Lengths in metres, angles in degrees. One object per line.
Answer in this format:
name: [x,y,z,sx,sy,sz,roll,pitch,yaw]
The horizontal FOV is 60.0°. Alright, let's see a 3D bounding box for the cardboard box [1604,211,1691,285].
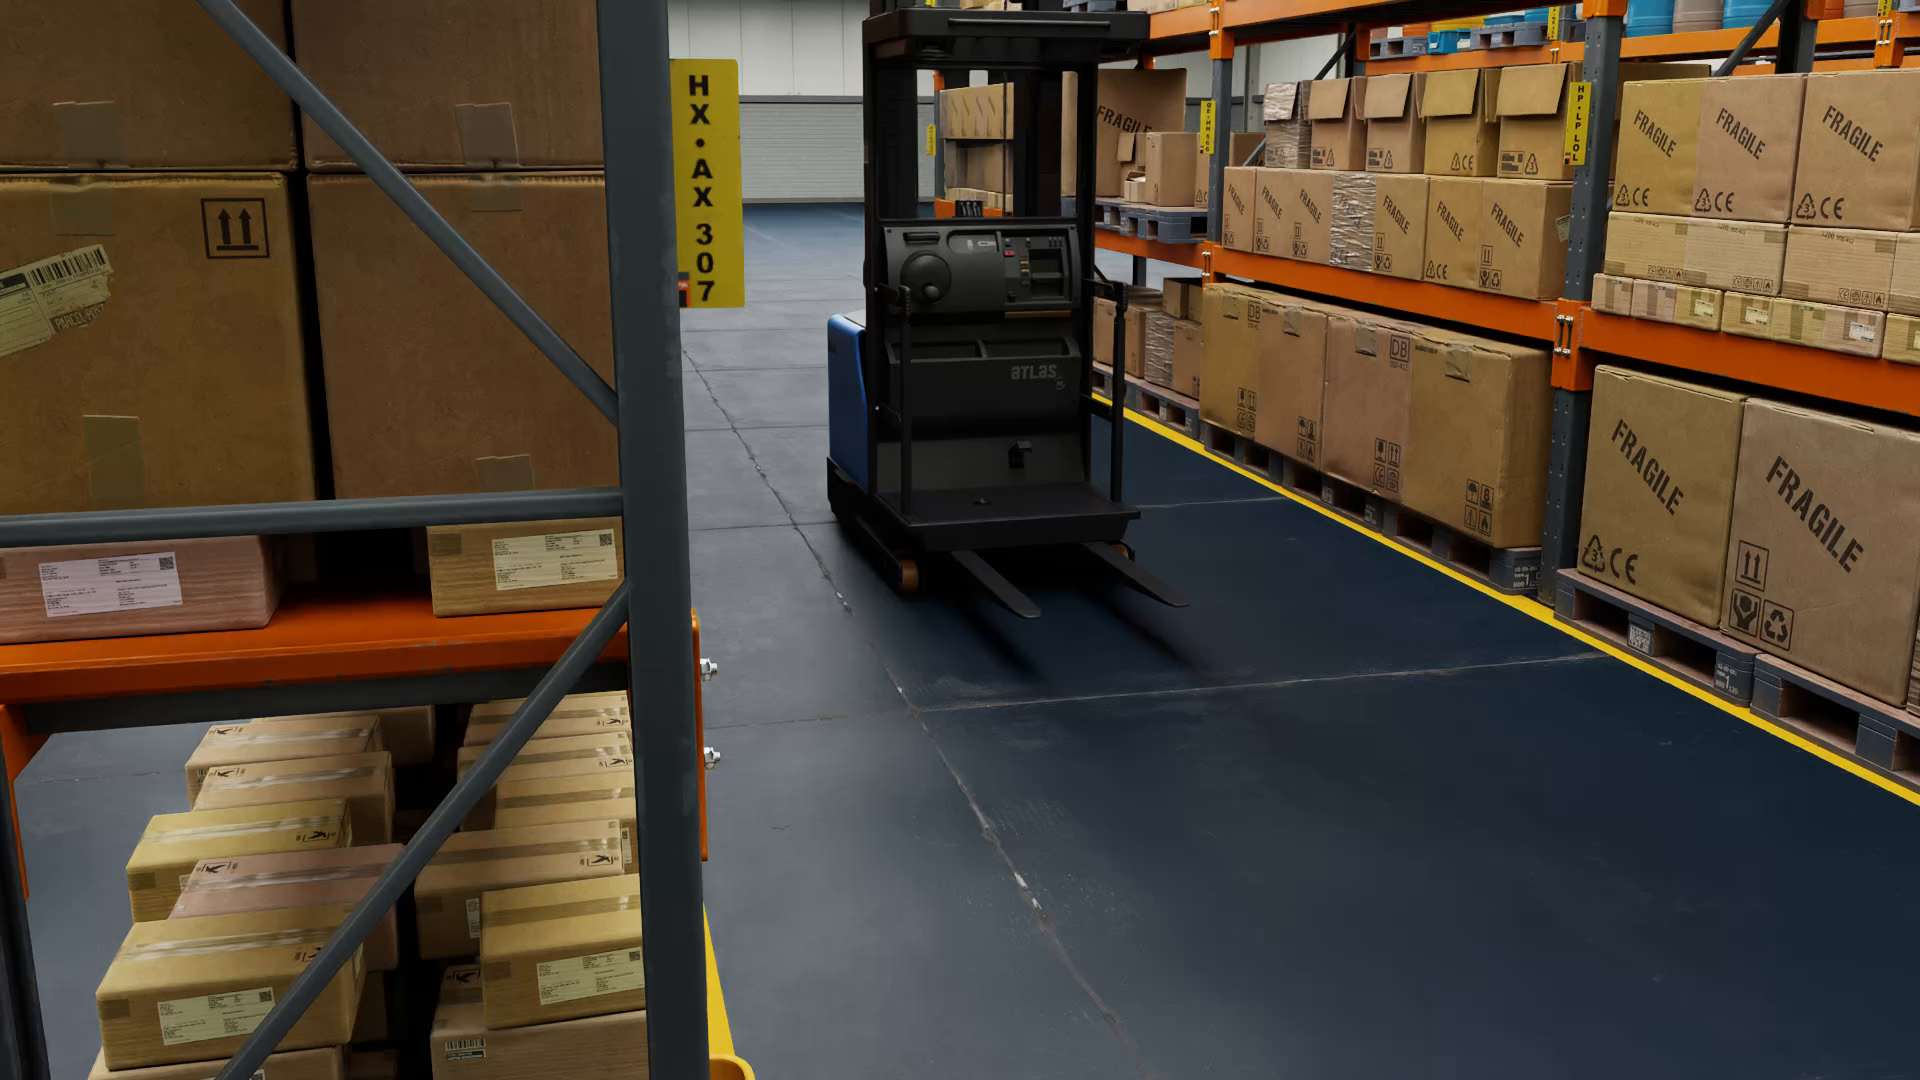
cardboard box: [2.892,-1.148,6.493,0.500,0.250,0.500,-4,14,-14]

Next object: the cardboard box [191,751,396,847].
cardboard box: [-1.427,0.584,3.586,0.380,0.149,0.250,-4,14,-15]

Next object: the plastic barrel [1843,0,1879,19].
plastic barrel: [6.929,-4.300,12.330,0.600,0.901,0.600,0,14,0]

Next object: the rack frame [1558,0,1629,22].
rack frame: [5.971,-6.235,14.986,1.000,3.000,0.127,-3,14,-13]

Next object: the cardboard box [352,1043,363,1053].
cardboard box: [-1.355,0.994,3.158,0.380,0.149,0.250,-3,14,-11]

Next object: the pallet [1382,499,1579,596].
pallet: [2.781,-0.018,8.056,1.003,0.211,1.213,-3,14,-13]

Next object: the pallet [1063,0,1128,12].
pallet: [1.445,-4.023,12.648,1.213,0.211,1.003,-3,14,-13]

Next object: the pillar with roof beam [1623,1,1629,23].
pillar with roof beam: [8.664,-10.125,30.909,9.100,9.000,0.400,-3,14,-13]

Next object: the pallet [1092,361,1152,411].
pallet: [1.631,-1.228,13.010,1.003,0.211,1.213,-3,14,-13]

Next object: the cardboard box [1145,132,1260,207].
cardboard box: [1.702,-2.620,11.734,0.700,0.500,0.500,-1,14,-5]

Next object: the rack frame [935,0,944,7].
rack frame: [0.218,-6.881,17.633,1.000,3.000,0.127,-3,14,-13]

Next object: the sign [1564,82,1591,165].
sign: [2.511,-1.690,6.753,0.100,0.325,0.005,-3,14,-13]

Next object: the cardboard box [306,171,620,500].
cardboard box: [-0.707,-0.335,2.640,0.500,0.500,0.500,-3,14,-11]

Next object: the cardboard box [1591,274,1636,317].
cardboard box: [2.782,-0.990,6.688,0.380,0.149,0.250,-3,14,-13]

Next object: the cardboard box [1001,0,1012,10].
cardboard box: [0.593,-4.863,15.168,0.380,0.149,0.250,-4,14,-15]

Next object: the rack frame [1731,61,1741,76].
rack frame: [9.848,-4.518,20.602,1.000,3.000,0.127,-3,14,-13]

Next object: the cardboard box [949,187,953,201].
cardboard box: [0.093,-3.707,17.811,0.380,0.149,0.250,-3,14,-13]

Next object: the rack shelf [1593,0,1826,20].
rack shelf: [3.506,-1.845,4.855,1.077,0.370,4.000,-3,14,-13]

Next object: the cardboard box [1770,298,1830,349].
cardboard box: [3.030,-0.749,5.702,0.380,0.149,0.250,-3,14,-14]

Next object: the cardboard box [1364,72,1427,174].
cardboard box: [2.567,-2.183,8.718,0.797,0.503,0.637,-3,14,-11]

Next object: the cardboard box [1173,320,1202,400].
cardboard box: [1.920,-1.275,11.663,0.700,0.500,0.500,-4,14,-16]

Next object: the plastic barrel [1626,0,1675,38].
plastic barrel: [6.302,-4.916,14.852,0.600,0.901,0.708,-3,14,-13]

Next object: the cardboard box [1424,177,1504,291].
cardboard box: [2.551,-1.455,7.850,0.500,0.500,0.500,-3,14,-11]

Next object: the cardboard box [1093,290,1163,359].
cardboard box: [1.374,-1.790,13.773,0.700,0.500,0.500,-3,14,-14]

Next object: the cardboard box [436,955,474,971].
cardboard box: [-0.896,0.760,3.490,0.380,0.149,0.250,-3,14,-12]

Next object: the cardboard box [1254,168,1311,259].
cardboard box: [2.069,-1.924,9.772,0.500,0.500,0.500,-4,14,-15]

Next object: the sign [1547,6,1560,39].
sign: [5.434,-4.754,15.226,0.100,0.325,0.005,-3,14,-13]

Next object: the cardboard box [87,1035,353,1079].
cardboard box: [-1.271,0.908,2.887,0.380,0.149,0.250,-4,14,-15]

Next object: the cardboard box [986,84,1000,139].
cardboard box: [0.549,-4.042,15.708,0.500,0.500,0.500,-3,14,-13]

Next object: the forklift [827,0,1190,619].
forklift: [0.167,-1.281,7.493,1.130,2.935,3.031,-4,14,-15]

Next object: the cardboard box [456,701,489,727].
cardboard box: [-1.143,0.374,4.445,0.380,0.149,0.250,-3,14,-13]

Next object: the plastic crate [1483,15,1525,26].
plastic crate: [5.773,-5.269,17.389,0.392,0.384,0.575,-3,14,-13]

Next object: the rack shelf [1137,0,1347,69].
rack shelf: [1.627,-3.691,12.409,1.077,0.370,4.000,-3,14,-13]

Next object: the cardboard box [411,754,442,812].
cardboard box: [-1.556,0.690,4.403,0.380,0.149,0.250,-3,14,-12]

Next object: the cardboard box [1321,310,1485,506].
cardboard box: [2.655,-0.723,8.660,1.225,0.875,0.875,-4,14,-15]

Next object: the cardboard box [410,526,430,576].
cardboard box: [-0.727,-0.050,2.842,0.380,0.149,0.250,-3,14,-11]

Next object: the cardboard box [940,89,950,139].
cardboard box: [0.082,-4.504,17.598,0.500,0.500,0.500,-3,14,-13]

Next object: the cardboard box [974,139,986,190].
cardboard box: [0.630,-3.805,16.845,0.875,0.500,0.500,-3,14,-13]

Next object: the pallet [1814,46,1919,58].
pallet: [10.279,-5.486,18.428,1.003,0.211,1.213,-3,14,-13]

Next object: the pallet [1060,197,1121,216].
pallet: [1.195,-2.767,13.836,1.003,0.211,1.213,-3,14,-13]

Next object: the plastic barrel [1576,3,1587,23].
plastic barrel: [6.061,-5.146,15.730,0.421,0.512,0.421,0,14,0]

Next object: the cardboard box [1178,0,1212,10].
cardboard box: [1.746,-3.602,10.846,0.500,0.250,0.500,-3,14,-13]

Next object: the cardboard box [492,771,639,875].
cardboard box: [-0.779,0.607,3.491,0.380,0.149,0.250,-3,14,-13]

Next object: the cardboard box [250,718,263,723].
cardboard box: [-1.663,0.547,4.363,0.380,0.149,0.250,-3,14,-13]

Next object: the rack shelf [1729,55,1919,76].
rack shelf: [10.317,-5.165,18.442,1.077,0.370,4.000,-3,14,-13]

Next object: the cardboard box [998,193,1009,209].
cardboard box: [0.575,-3.247,15.925,0.380,0.149,0.250,-3,14,-13]

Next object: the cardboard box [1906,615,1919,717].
cardboard box: [3.533,0.199,4.885,0.875,0.875,0.875,-3,14,-13]
